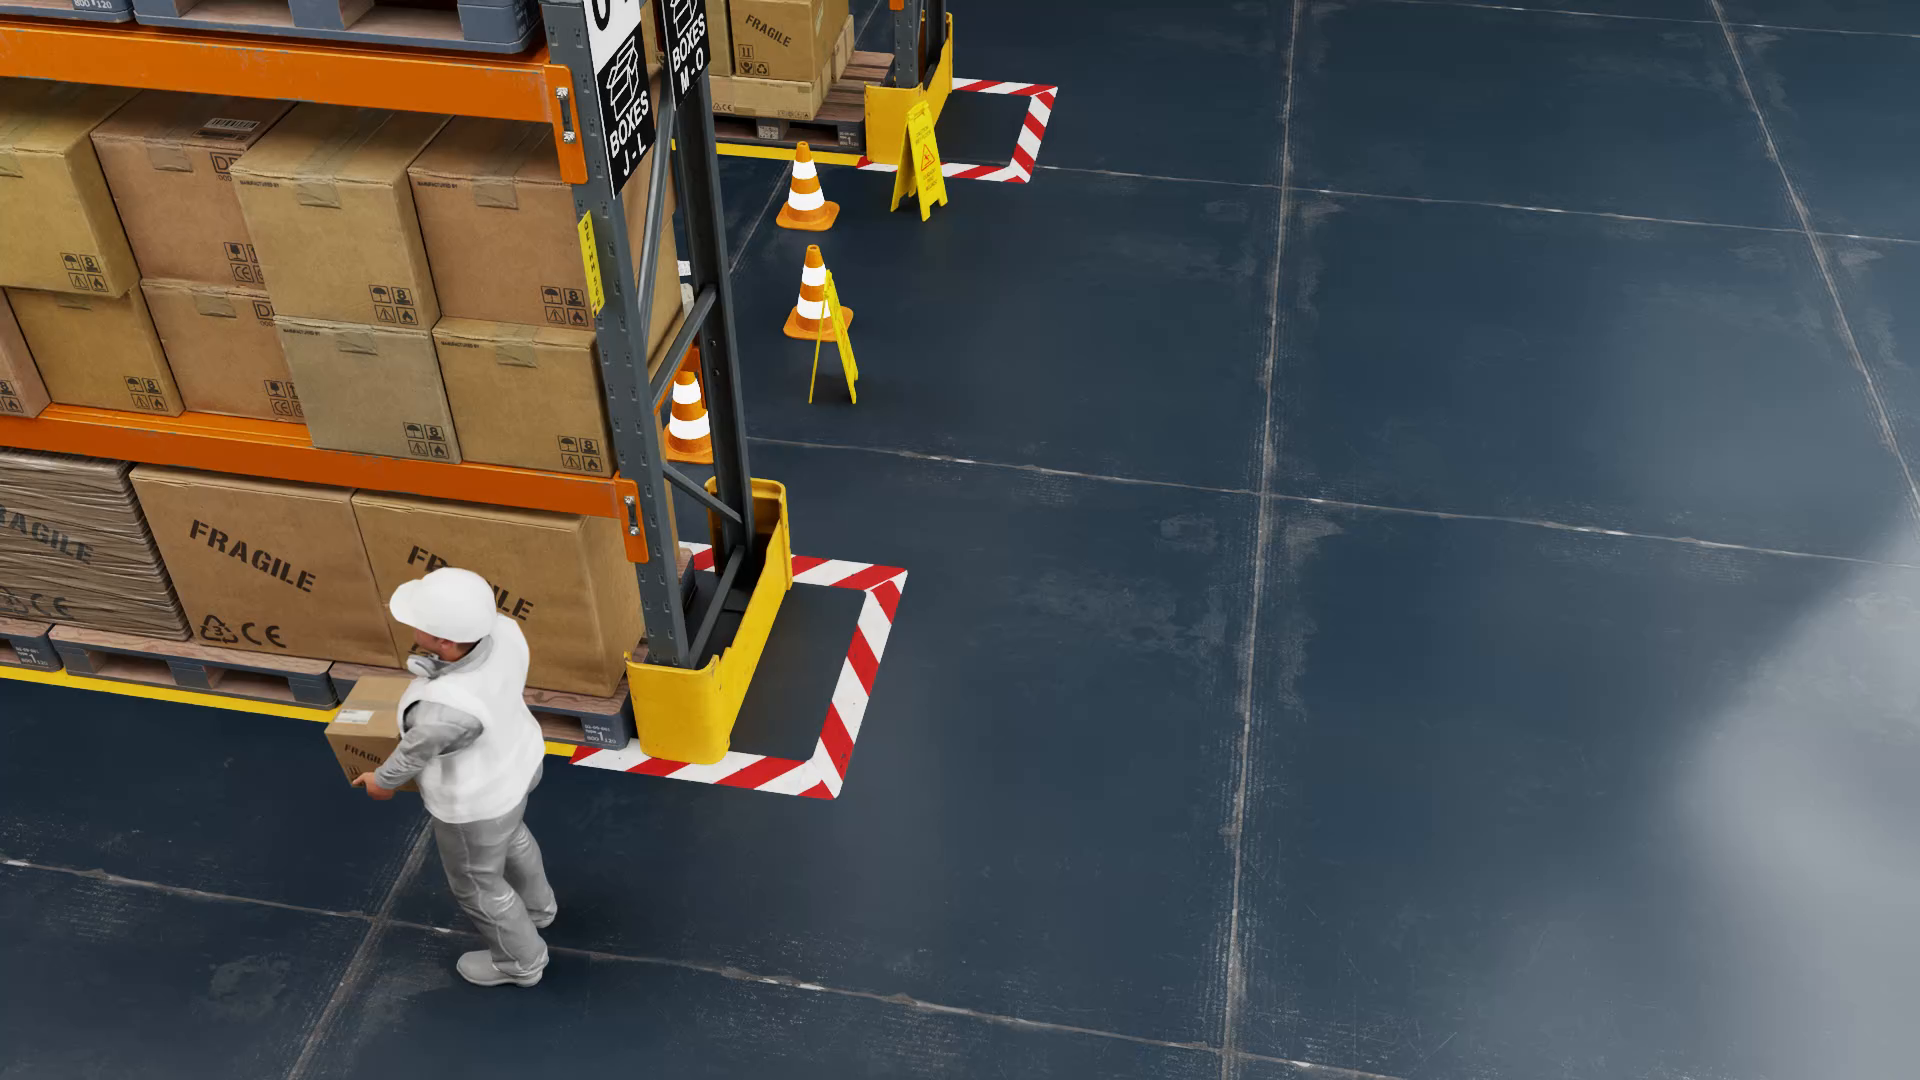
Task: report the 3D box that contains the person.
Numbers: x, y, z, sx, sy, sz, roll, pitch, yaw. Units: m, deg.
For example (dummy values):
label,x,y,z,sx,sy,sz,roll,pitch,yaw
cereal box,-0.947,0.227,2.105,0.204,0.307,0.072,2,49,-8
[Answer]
label,x,y,z,sx,sy,sz,roll,pitch,yaw
person,-1.600,0.748,5.261,0.553,1.762,0.494,7,41,8
